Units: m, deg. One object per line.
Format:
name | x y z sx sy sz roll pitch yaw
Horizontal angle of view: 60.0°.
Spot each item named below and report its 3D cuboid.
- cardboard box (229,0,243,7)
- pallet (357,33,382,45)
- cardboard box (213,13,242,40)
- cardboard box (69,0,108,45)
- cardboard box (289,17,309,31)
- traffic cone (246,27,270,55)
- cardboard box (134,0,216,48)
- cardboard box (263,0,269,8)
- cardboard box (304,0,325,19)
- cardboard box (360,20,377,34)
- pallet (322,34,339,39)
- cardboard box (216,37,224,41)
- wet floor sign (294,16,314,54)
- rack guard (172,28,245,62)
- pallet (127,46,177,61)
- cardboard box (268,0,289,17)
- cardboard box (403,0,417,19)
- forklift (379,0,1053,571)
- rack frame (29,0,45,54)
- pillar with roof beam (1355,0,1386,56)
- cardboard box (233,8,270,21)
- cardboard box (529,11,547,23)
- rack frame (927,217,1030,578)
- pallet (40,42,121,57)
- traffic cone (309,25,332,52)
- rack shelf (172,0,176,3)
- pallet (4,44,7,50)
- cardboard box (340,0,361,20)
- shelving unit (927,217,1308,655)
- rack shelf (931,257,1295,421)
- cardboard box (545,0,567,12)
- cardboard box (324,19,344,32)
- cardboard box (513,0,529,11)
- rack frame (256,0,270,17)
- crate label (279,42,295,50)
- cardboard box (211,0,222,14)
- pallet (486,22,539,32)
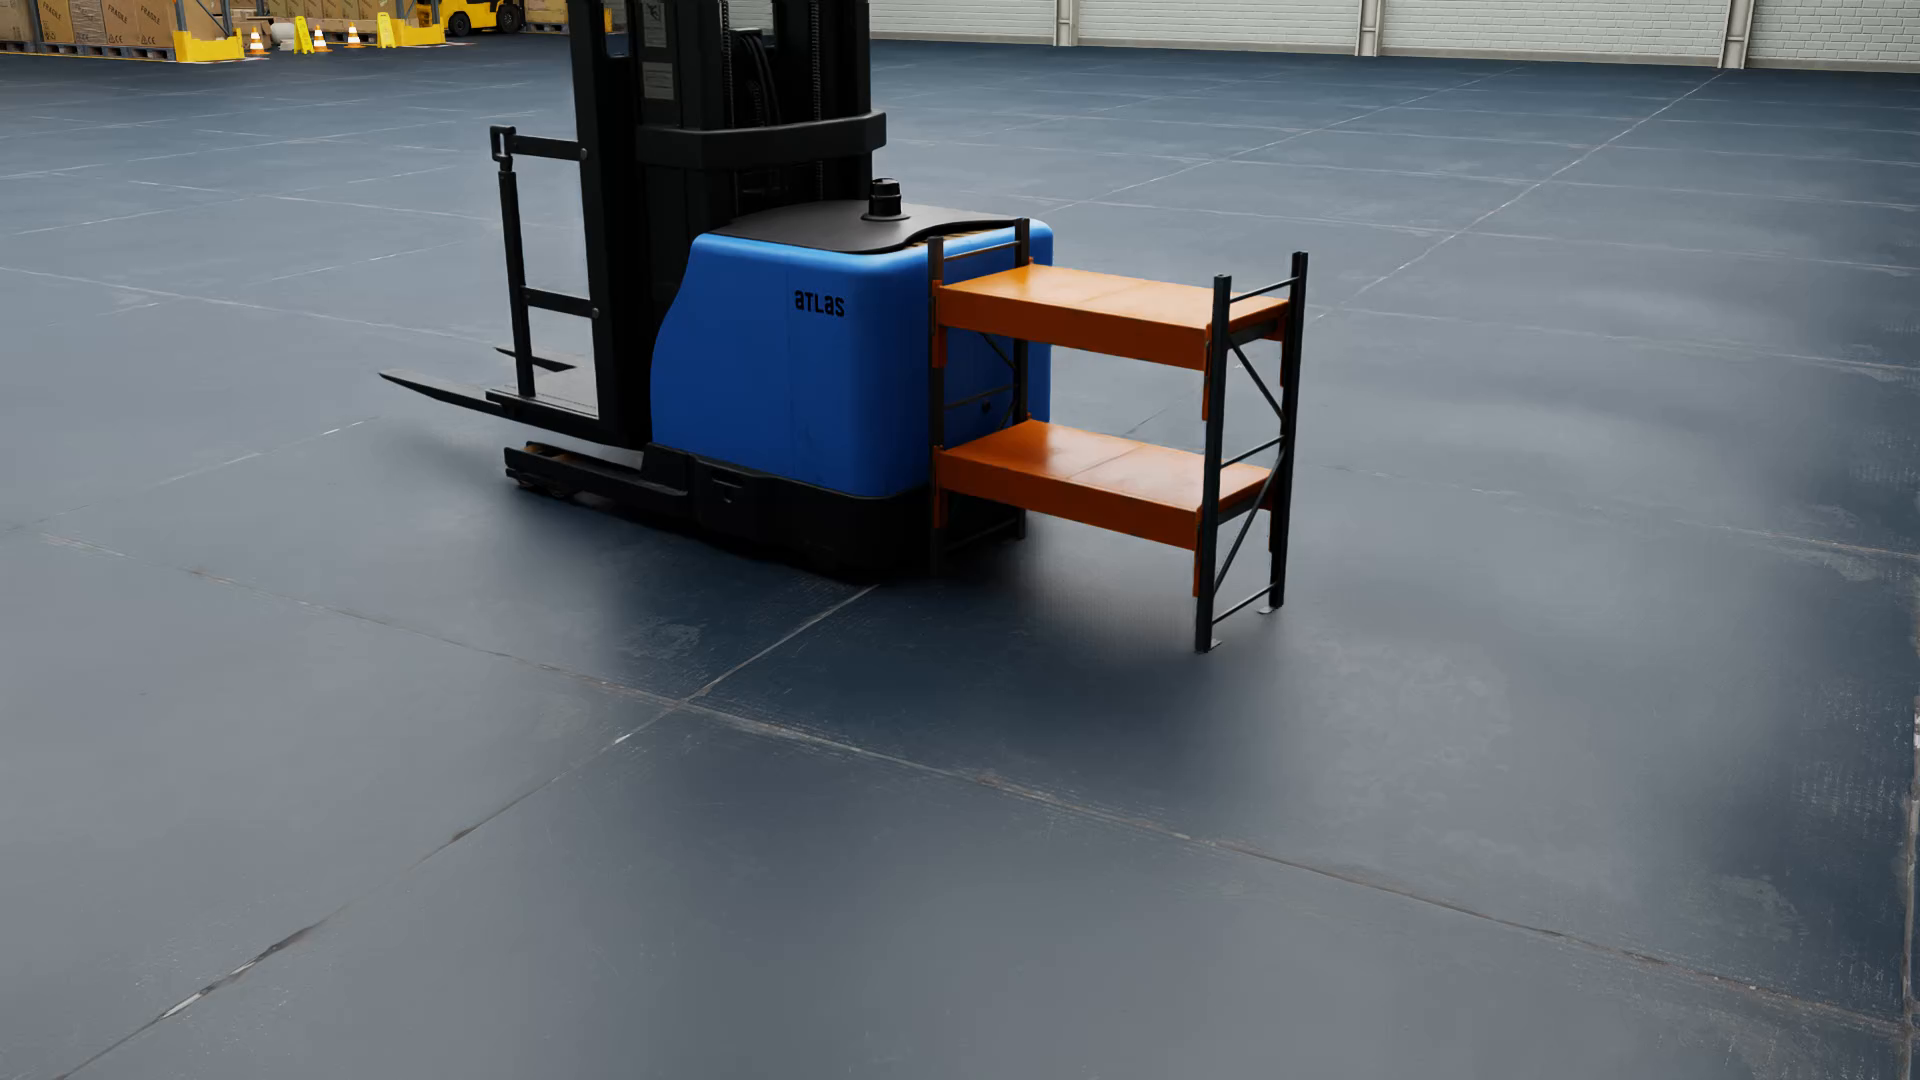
cardboard box | -17.932 -13.481 41.682 0.500 0.500 0.500 10 22 27
pallet | -11.414 -10.066 33.304 1.213 0.211 1.003 11 23 27
cardboard box | -14.244 -9.800 31.945 0.503 0.637 0.797 11 23 27
cardboard box | -15.170 -9.317 29.652 0.875 0.875 0.875 11 23 28
cardboard box | -13.293 -10.524 33.896 0.500 0.250 0.500 12 23 30
traffic cone | -12.753 -9.046 30.125 0.334 0.463 0.336 11 23 27
cardboard box | -13.606 -9.020 28.831 0.875 0.875 0.875 11 23 28
cardboard box | -17.049 -13.309 41.206 0.500 0.500 0.500 10 22 25
cardboard box | -12.839 -10.790 33.529 0.500 0.500 0.500 12 23 30
cardboard box | -11.513 -10.181 32.951 0.500 0.250 0.500 11 23 27
pallet | -13.544 -10.471 34.423 1.213 0.211 1.003 11 23 27
cardboard box | -14.075 -9.370 31.307 0.258 0.266 0.396 16 25 36
wet floor sign | -11.991 -9.206 30.297 0.232 0.644 0.267 7 21 18
rack guard | -12.960 -8.549 28.699 0.348 0.500 1.175 11 23 27
pallet | -13.718 -8.527 29.062 1.213 0.211 1.003 11 23 27
cardboard box | -13.764 -10.962 34.004 0.500 0.500 0.500 12 23 30
cardboard box | -11.246 -10.696 33.269 0.500 0.500 0.500 10 22 26
forklift | -1.130 -1.663 6.152 3.031 2.935 1.130 15 25 36
rack frame | -16.474 -10.393 30.118 0.127 3.000 1.000 11 23 27
pillar with roof beam | 5.208 -11.626 24.719 0.400 9.000 9.100 11 23 27
cardboard box | -14.607 -10.932 34.841 0.625 0.372 0.950 11 23 28
cardboard box | -9.232 -11.671 37.057 0.500 0.250 0.500 11 23 27
rack frame | 0.065 -0.473 5.519 0.032 1.125 0.500 15 25 36
pallet | -15.848 -8.932 30.180 1.213 0.211 1.003 11 23 27
traffic cone | -11.905 -9.326 30.897 0.334 0.463 0.336 11 23 27
rack shelf | -14.728 -9.722 29.323 4.000 0.370 1.077 11 23 27
pallet | -18.253 -9.391 31.443 1.213 0.211 1.003 11 23 27
cardboard box | -11.939 -10.617 33.052 0.500 0.500 0.500 12 23 29
shelving unit | 0.464 -0.365 5.223 1.048 1.125 0.538 15 25 36
rack shelf | 0.464 -0.641 5.123 1.000 0.278 0.538 15 25 36
cardboard box | -8.816 -11.824 36.747 0.500 0.250 0.500 10 22 27
cardboard box | -12.400 -10.351 33.419 0.500 0.250 0.500 10 22 25
cardboard box | -9.709 -11.991 37.205 0.500 0.250 0.500 10 22 26
rack frame | -14.148 -11.883 34.226 0.127 3.000 1.000 11 23 27
crate label | -12.621 -9.285 31.262 0.298 0.136 0.250 0 20 -1
cardboard box | -14.990 -10.529 33.049 0.500 0.500 0.500 11 23 27
pallet | -9.987 -11.704 37.820 1.213 0.211 1.003 11 23 27
